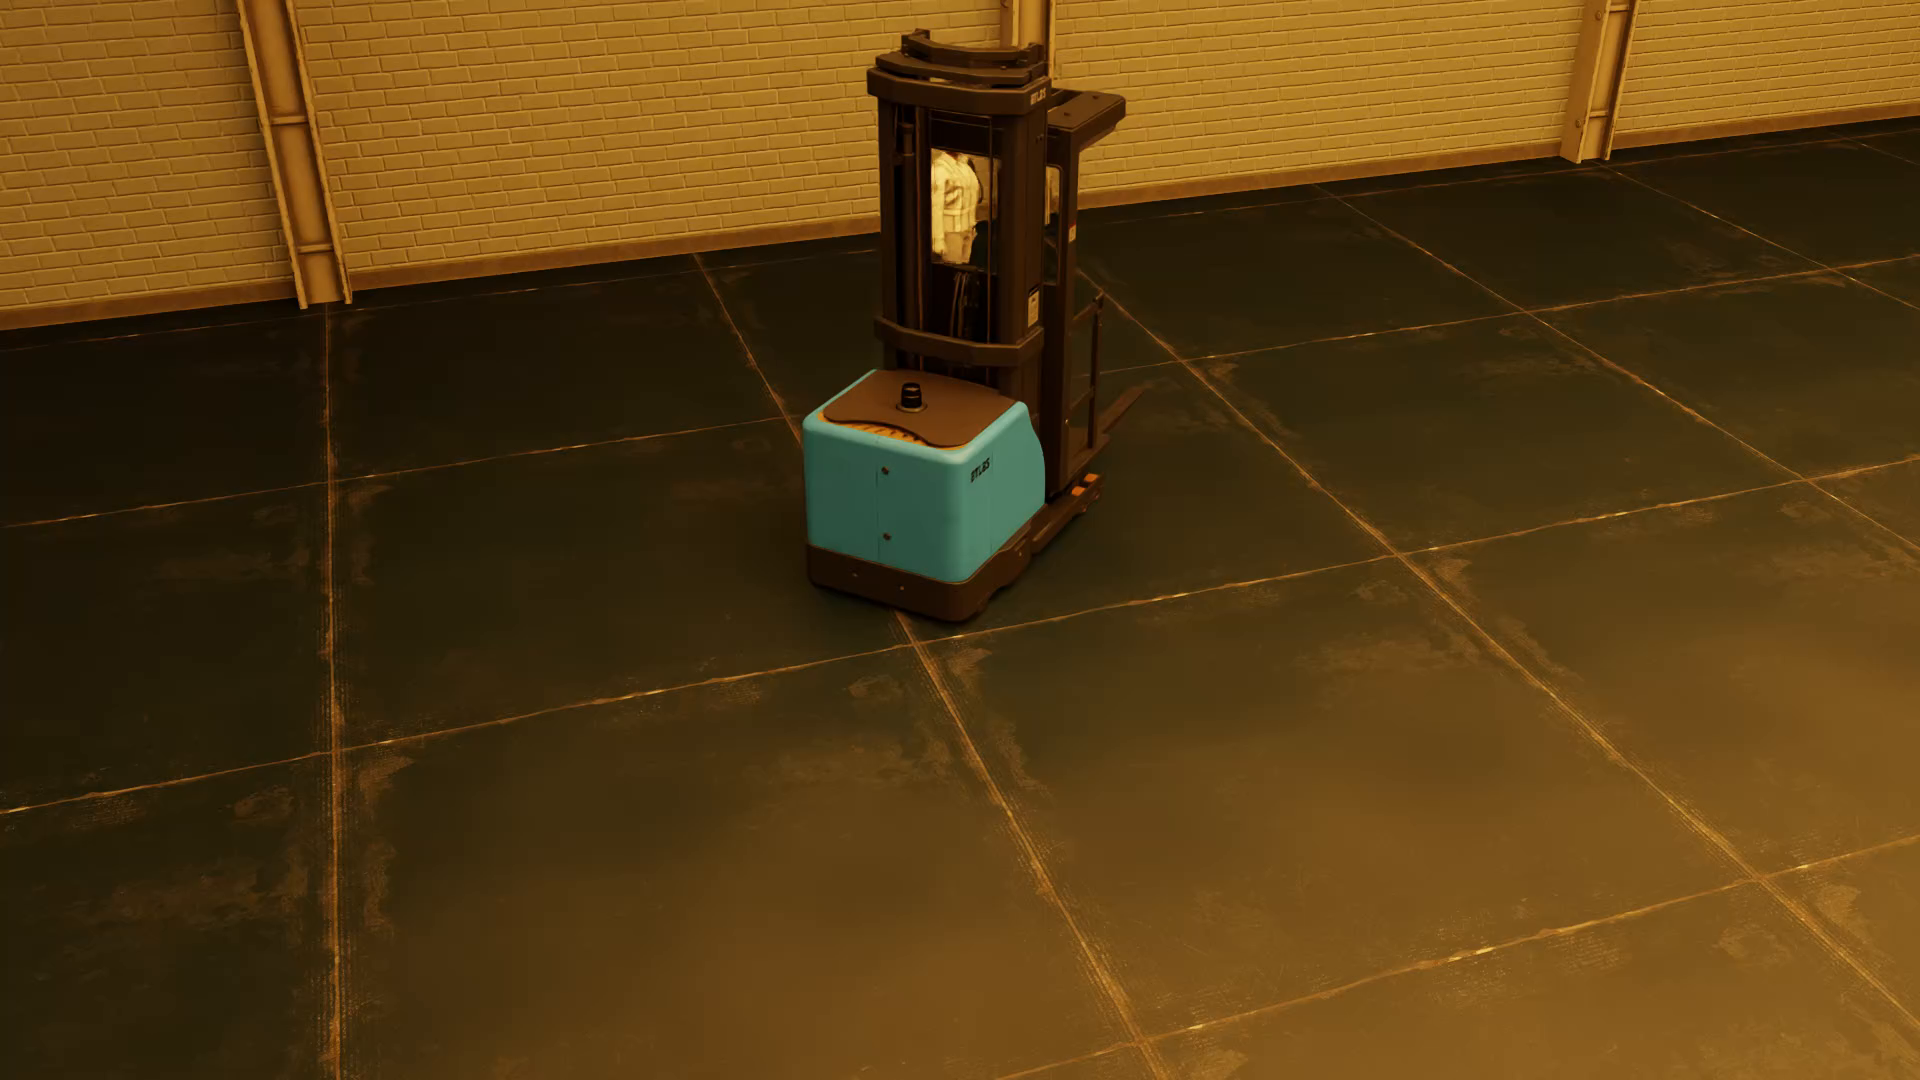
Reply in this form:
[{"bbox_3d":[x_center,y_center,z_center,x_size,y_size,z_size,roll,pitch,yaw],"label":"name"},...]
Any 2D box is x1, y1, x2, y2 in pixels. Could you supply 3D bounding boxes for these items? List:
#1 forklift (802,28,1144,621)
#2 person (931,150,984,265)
[{"bbox_3d":[0.257,-1.533,9.752,1.130,2.935,3.031,15,33,24],"label":"forklift"},{"bbox_3d":[-0.024,-2.296,12.340,0.390,1.681,0.504,17,34,27],"label":"person"}]
